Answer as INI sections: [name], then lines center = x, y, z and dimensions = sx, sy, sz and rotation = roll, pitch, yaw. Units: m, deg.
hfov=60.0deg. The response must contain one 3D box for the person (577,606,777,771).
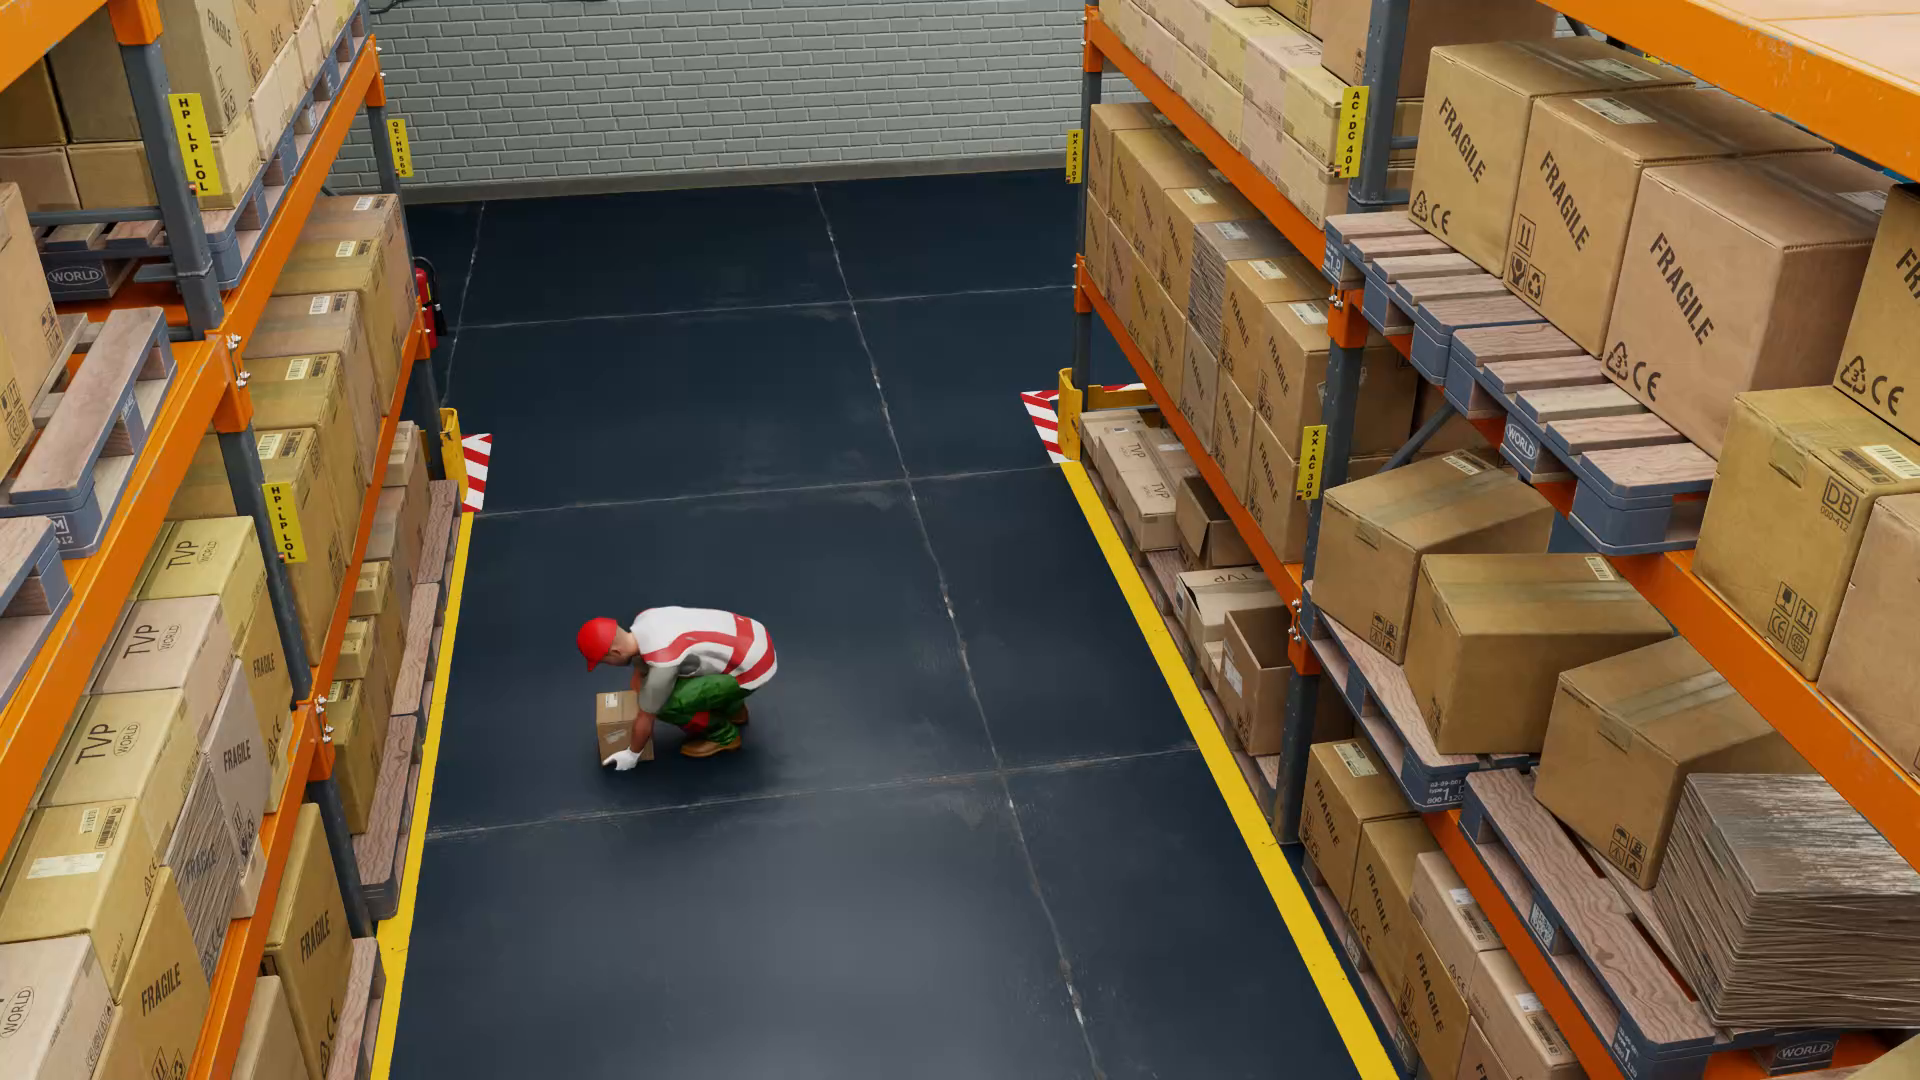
[person]
center = -1.340, 0.692, 8.020
dimensions = 0.923, 0.878, 0.545
rotation = -6, 31, -9
